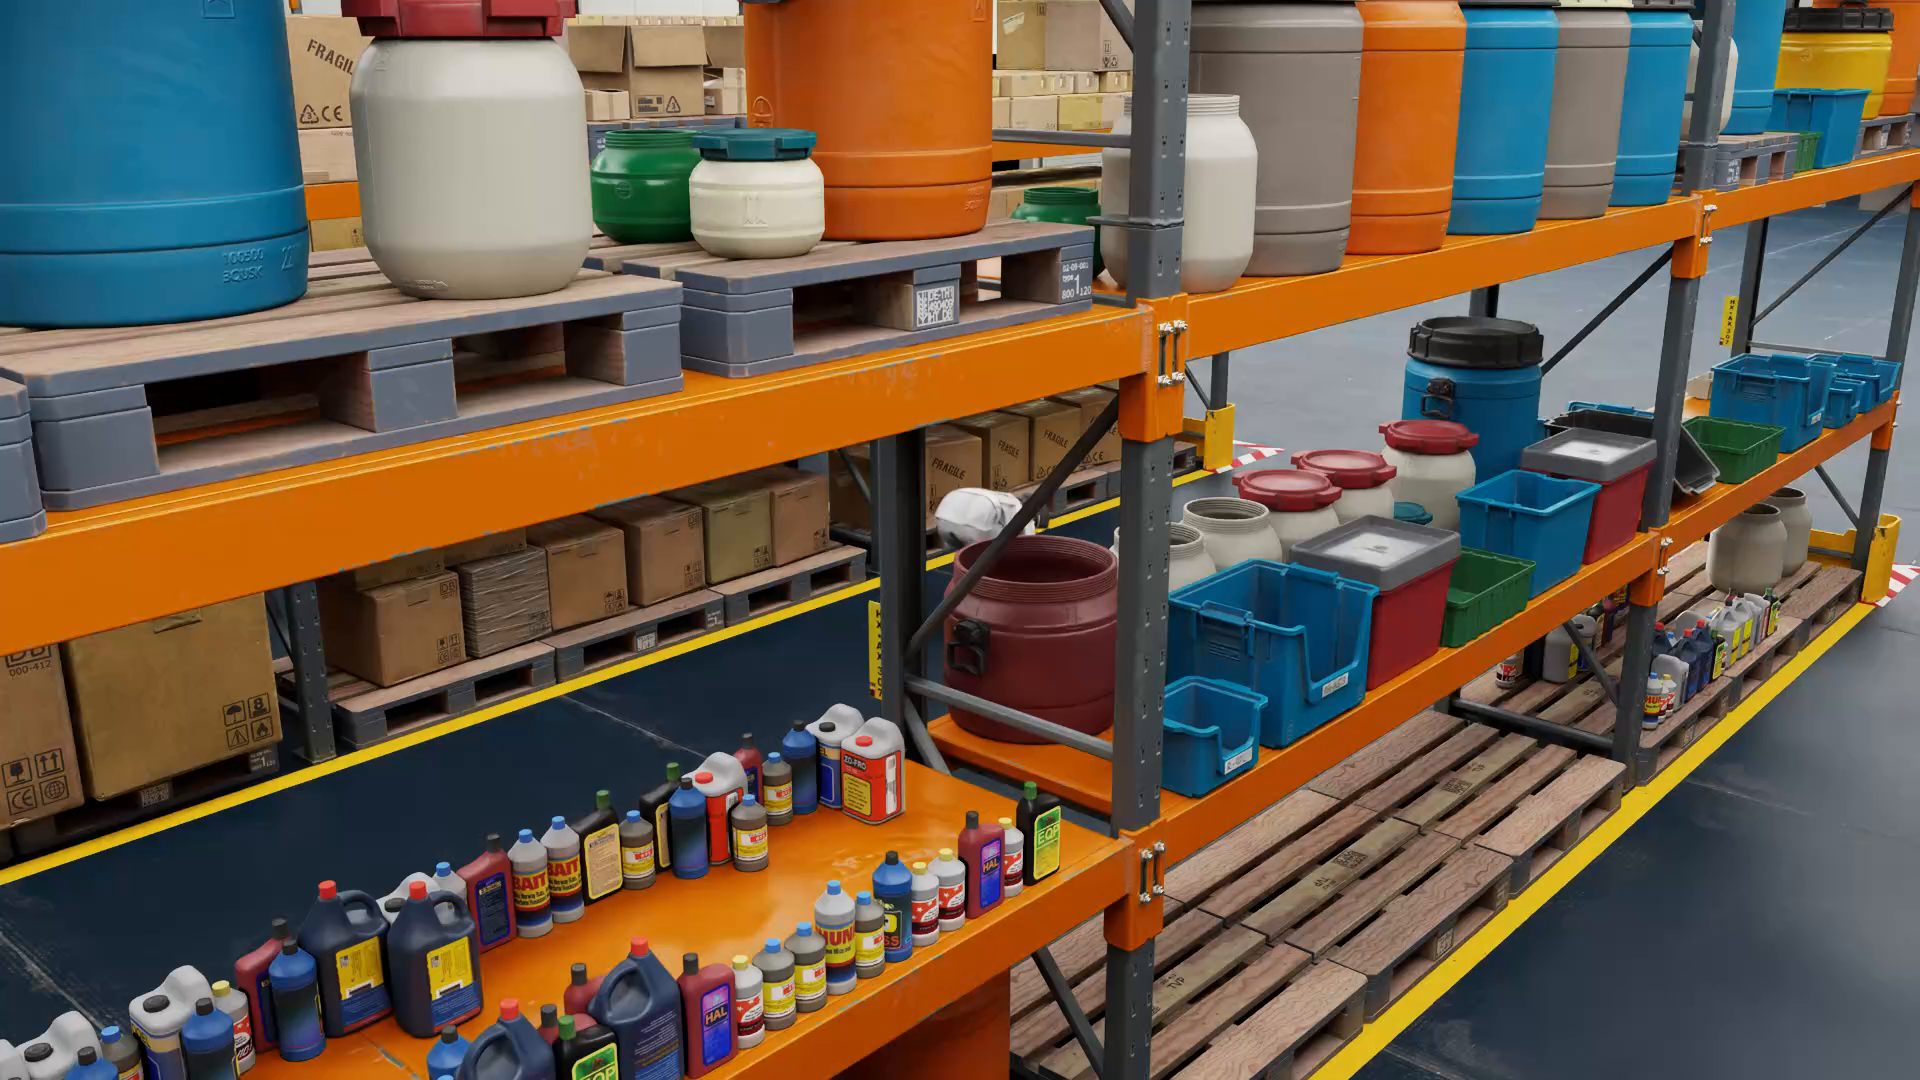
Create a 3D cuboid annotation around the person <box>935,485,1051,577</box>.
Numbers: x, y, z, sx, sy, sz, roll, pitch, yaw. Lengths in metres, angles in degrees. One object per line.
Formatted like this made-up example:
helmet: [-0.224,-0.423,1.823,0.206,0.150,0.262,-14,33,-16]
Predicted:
person: [0.205,0.065,10.204,0.458,0.861,0.882,13,22,37]
